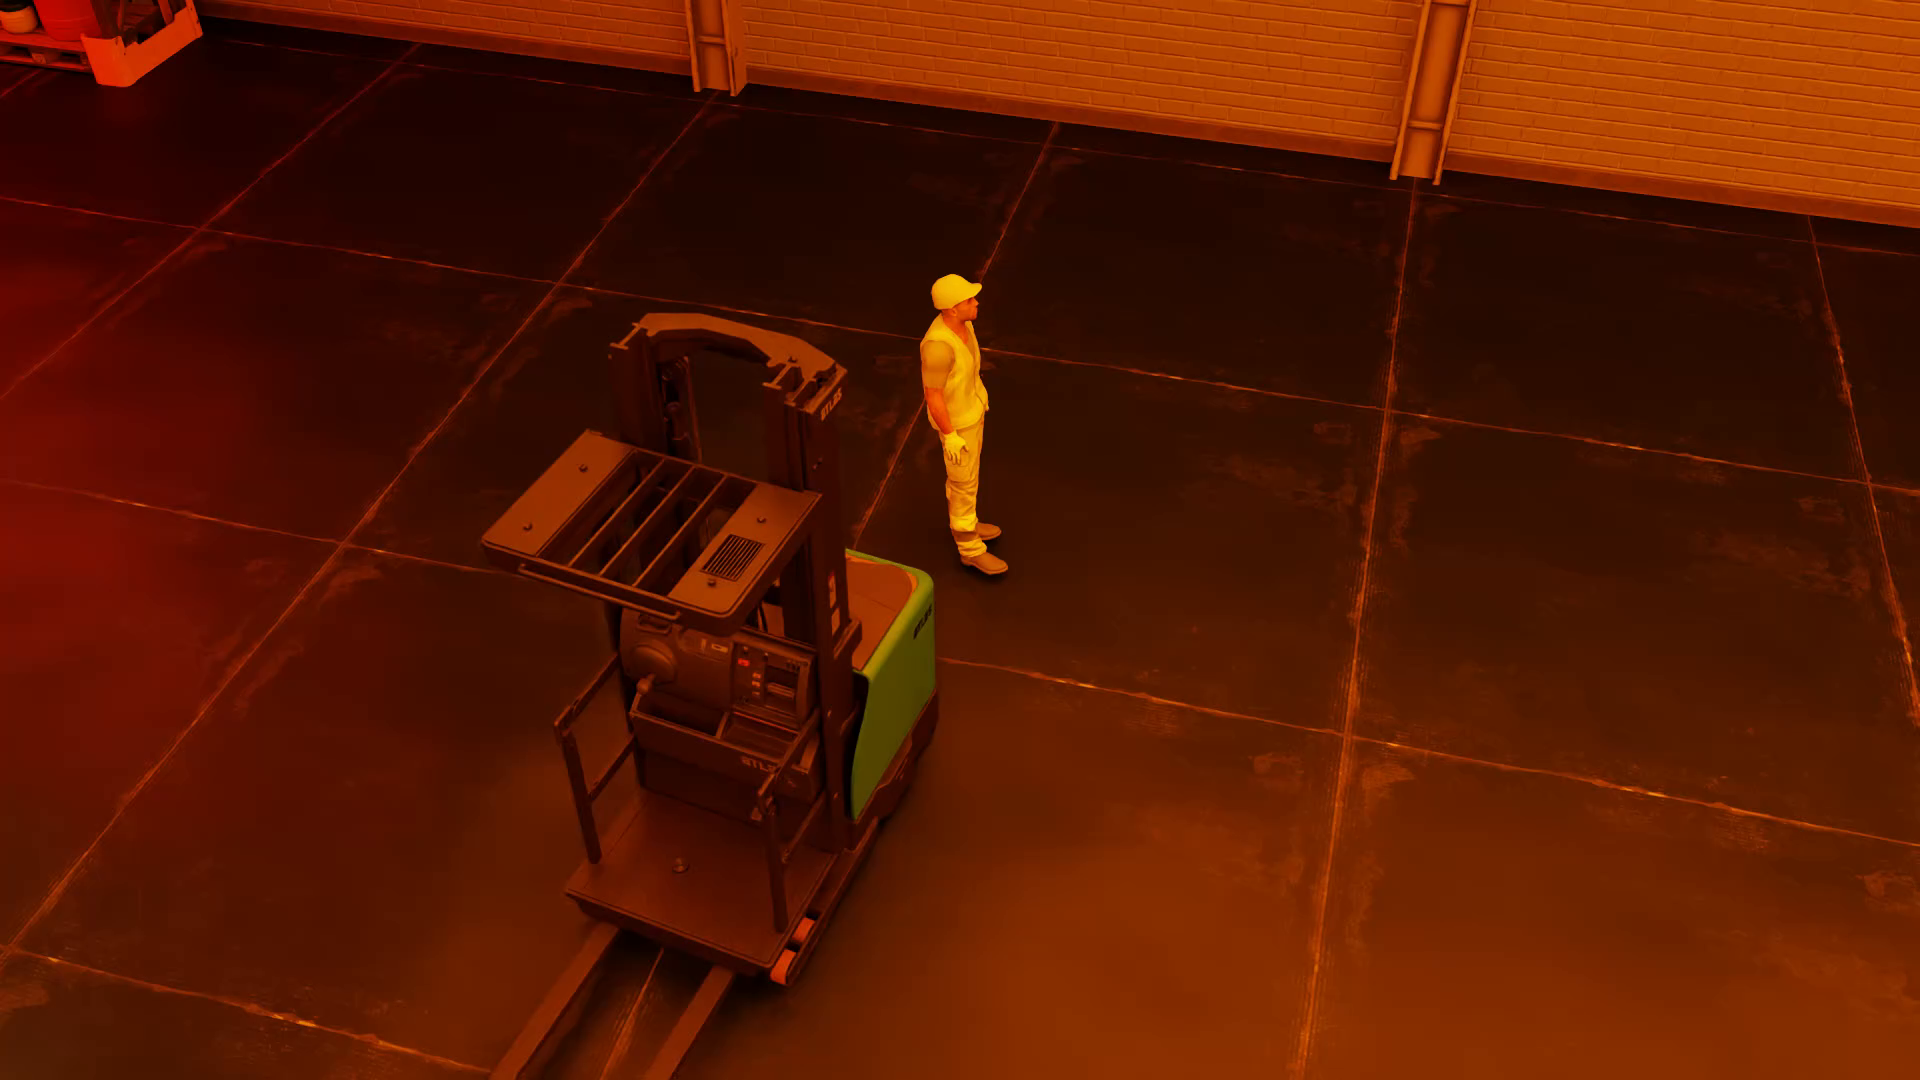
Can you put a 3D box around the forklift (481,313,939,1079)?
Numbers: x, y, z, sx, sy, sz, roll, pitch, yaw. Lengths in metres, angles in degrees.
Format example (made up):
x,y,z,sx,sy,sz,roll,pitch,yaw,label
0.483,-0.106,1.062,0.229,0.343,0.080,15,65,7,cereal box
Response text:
x,y,z,sx,sy,sz,roll,pitch,yaw,label
-1.157,0.639,7.133,1.130,2.935,3.031,16,44,17,forklift

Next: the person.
x,y,z,sx,sy,sz,roll,pitch,yaw,label
0.074,-0.687,9.439,0.564,1.787,0.637,10,42,11,person
